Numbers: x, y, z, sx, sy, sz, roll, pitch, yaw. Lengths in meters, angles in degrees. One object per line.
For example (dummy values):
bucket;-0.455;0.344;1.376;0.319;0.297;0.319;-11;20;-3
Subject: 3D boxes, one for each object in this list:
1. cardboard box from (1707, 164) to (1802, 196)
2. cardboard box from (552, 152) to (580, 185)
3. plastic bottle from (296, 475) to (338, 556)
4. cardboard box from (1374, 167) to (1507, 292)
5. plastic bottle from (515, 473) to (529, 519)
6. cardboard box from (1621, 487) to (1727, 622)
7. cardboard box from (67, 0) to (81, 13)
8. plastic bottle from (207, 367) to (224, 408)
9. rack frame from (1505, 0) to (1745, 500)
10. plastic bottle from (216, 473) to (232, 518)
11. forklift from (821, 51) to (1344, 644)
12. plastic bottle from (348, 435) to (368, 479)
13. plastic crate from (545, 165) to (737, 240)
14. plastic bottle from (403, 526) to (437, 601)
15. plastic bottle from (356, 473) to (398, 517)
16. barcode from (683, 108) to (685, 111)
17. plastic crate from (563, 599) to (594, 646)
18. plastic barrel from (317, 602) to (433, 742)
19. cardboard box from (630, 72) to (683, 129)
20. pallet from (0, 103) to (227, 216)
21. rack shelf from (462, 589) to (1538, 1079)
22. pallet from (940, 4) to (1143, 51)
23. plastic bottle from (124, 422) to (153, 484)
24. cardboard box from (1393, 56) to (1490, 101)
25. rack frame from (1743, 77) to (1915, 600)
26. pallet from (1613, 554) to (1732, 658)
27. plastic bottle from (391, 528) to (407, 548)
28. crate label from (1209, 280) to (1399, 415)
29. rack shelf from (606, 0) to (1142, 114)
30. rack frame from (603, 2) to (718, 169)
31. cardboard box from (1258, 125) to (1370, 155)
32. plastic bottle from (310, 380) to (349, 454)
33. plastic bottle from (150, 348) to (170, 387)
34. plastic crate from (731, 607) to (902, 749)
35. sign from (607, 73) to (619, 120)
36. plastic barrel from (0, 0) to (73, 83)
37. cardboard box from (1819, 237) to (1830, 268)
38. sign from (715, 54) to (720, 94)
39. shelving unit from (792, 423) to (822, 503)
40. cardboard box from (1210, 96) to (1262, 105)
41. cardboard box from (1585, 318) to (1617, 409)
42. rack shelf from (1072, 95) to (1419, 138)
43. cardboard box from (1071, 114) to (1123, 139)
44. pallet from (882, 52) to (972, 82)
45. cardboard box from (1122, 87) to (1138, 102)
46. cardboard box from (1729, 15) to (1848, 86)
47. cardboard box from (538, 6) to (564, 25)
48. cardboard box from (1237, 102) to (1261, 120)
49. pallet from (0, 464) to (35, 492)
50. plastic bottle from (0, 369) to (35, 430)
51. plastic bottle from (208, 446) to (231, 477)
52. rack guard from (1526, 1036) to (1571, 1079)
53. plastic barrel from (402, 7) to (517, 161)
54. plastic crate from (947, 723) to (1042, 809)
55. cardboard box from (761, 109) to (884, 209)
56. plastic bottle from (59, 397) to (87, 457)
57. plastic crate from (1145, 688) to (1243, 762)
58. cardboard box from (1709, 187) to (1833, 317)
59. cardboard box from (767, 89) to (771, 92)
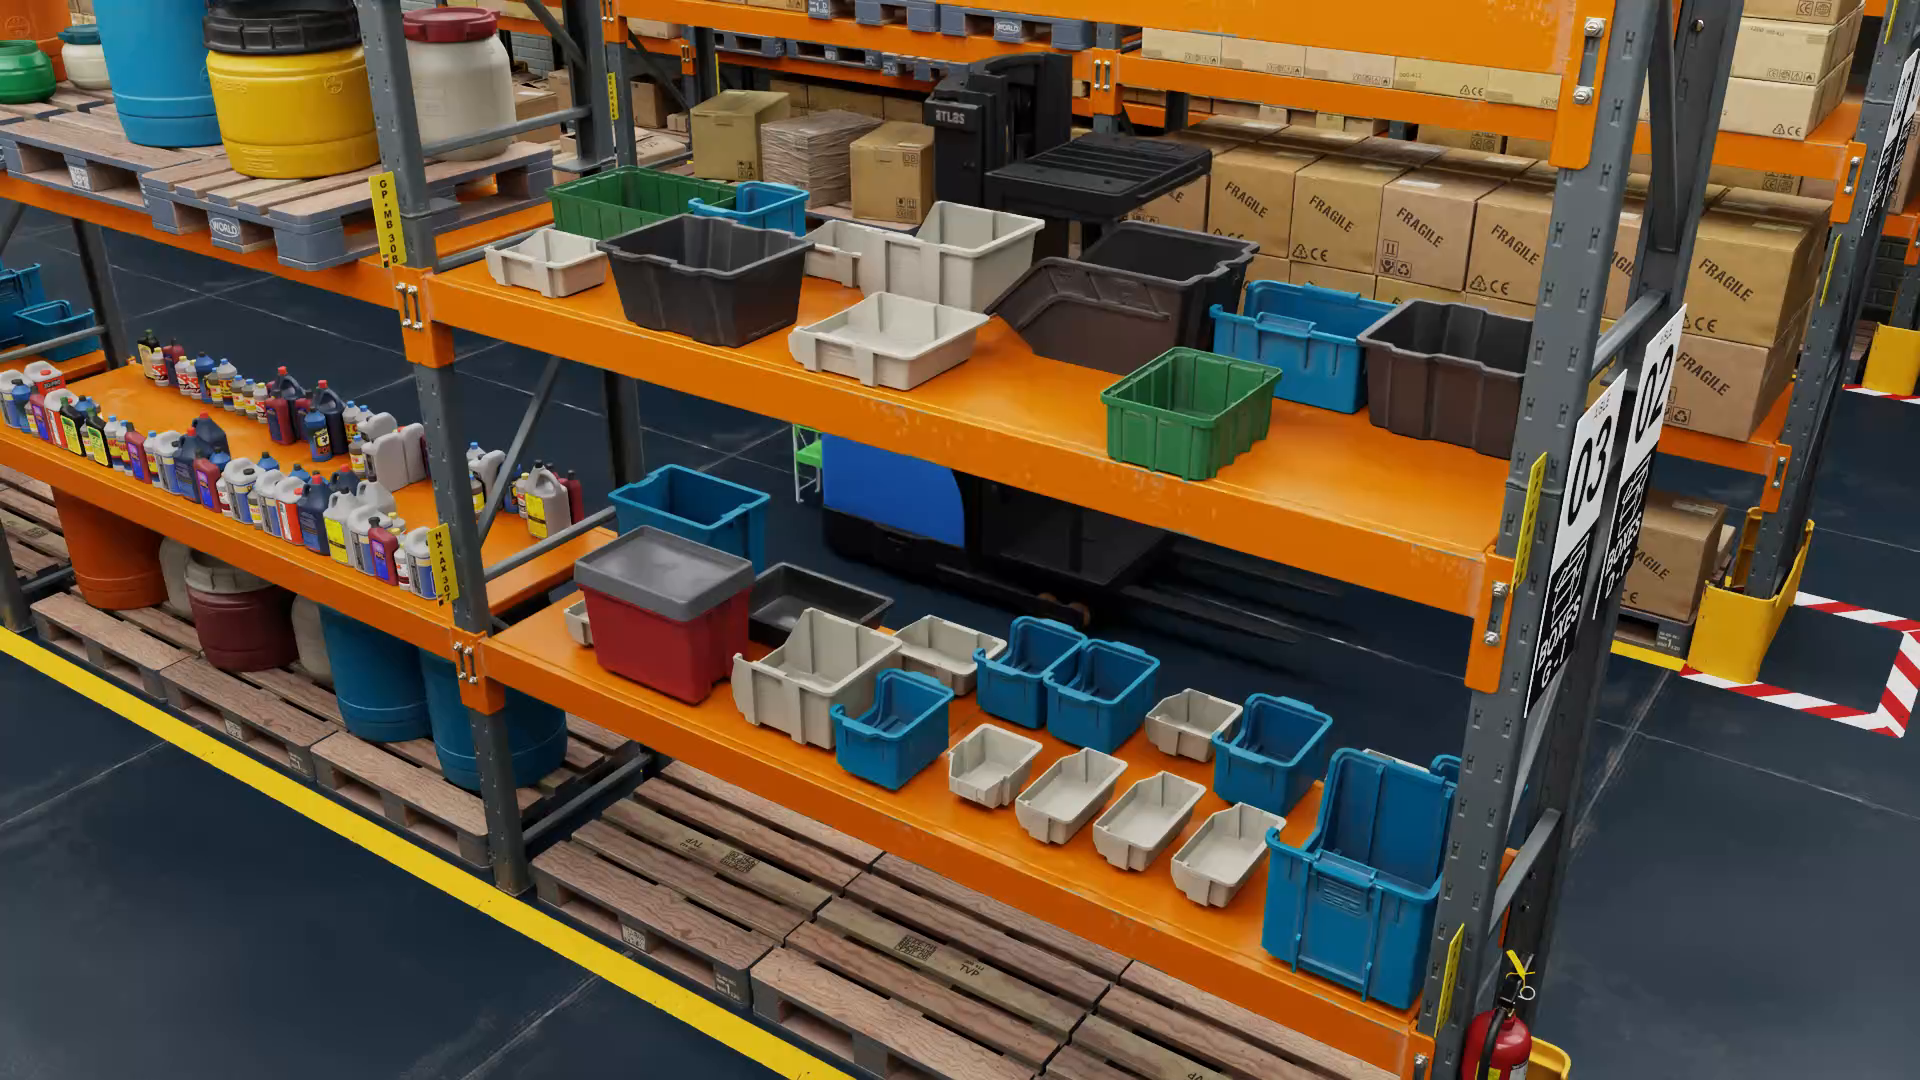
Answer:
cardboard box;6.183;-3.105;12.713;0.700;0.700;0.980;17;32;30
cardboard box;-3.078;-2.878;12.876;0.250;0.149;0.380;17;32;30
plastic bottle;-2.786;-0.124;7.241;0.185;0.351;0.144;17;32;30
cardboard box;2.621;-1.703;9.076;0.500;0.500;0.500;18;32;32
plastic bottle;-1.967;-0.207;7.568;0.097;0.201;0.097;0;27;0
cardboard box;3.826;0.062;9.092;0.500;0.500;0.500;17;32;30
cardboard box;-8.354;-5.402;16.016;0.500;0.500;0.700;17;32;30
plastic bottle;-3.898;-0.808;8.750;0.097;0.201;0.097;0;27;0
rack frame;1.606;-1.631;3.534;0.127;3.000;1.000;17;32;30
plastic bottle;-3.329;-0.214;7.581;0.097;0.201;0.097;0;27;0
forklift;0.678;-1.068;9.117;3.031;2.935;1.130;16;31;29
plastic bottle;-2.867;-0.403;7.955;0.097;0.201;0.097;0;27;0
plastic crate;-1.171;-1.231;6.289;0.662;0.188;0.450;17;32;30
plastic bottle;-2.199;0.090;6.902;0.135;0.276;0.152;17;32;30
plastic bottle;-2.552;-0.130;7.253;0.185;0.351;0.144;17;32;30
barcode;-3.207;-5.031;19.407;0.075;0.075;0.001;17;32;30
plastic crate;-1.388;0.279;6.619;0.243;0.136;0.396;17;32;30
plastic barrel;-2.714;0.435;7.938;0.708;0.901;0.600;17;32;30
cardboard box;-3.554;-5.077;19.189;0.500;0.500;0.500;15;30;27
pallet;-3.329;-1.692;7.169;1.213;0.211;1.003;17;32;30
rack shelf;-0.043;0.849;6.067;4.000;0.370;1.077;17;32;30
pallet;0.619;-3.282;10.293;1.003;0.211;1.213;17;32;30
plastic bottle;-3.888;-0.414;7.885;0.133;0.283;0.061;17;32;30
cardboard box;2.612;-2.502;8.718;0.500;0.250;0.500;17;32;30
rack frame;4.414;-0.808;8.531;0.127;3.000;1.000;17;32;30
pallet;3.693;0.211;9.604;1.213;0.211;1.003;17;32;30
plastic bottle;-2.386;0.047;7.070;0.097;0.201;0.097;0;27;0
crate label;1.029;-0.586;4.951;0.502;0.251;0.408;17;32;30
rack shelf;-0.532;-3.365;11.042;4.000;0.370;1.077;17;32;30
rack frame;-2.181;-2.863;12.568;0.127;3.000;1.000;17;32;30
cardboard box;2.104;-2.162;9.979;0.500;0.500;0.500;17;31;29
plastic bottle;-3.101;-0.614;8.203;0.185;0.351;0.144;17;32;30
plastic bottle;-4.328;-0.943;9.014;0.097;0.201;0.097;0;27;0
plastic crate;-0.537;0.502;6.020;0.530;0.282;0.437;17;32;30
sign;-2.492;-3.170;11.896;0.005;0.325;0.100;17;32;30
plastic barrel;-4.522;-2.580;7.770;0.708;0.830;0.600;17;32;30
cardboard box;6.798;-2.209;12.861;0.250;0.149;0.380;18;32;31
sign;-1.881;-3.549;12.727;0.005;0.325;0.100;17;32;30
shelving unit;-0.780;-0.760;10.421;0.503;1.200;0.258;16;31;29
cardboard box;2.559;-4.158;14.654;0.500;0.500;0.500;17;32;30
cardboard box;3.461;-0.998;8.794;0.500;0.500;0.500;18;32;31
rack shelf;2.269;-3.882;15.363;4.000;0.370;1.077;17;32;30
cardboard box;1.153;-3.707;16.134;0.750;0.750;0.750;17;31;30
pallet;-0.027;-4.773;16.534;1.003;0.211;1.213;17;32;30
cardboard box;1.631;-4.192;15.435;0.250;0.149;0.380;18;32;31
cardboard box;3.846;-2.338;7.844;0.500;0.250;0.500;17;32;30
cardboard box;-4.483;-6.076;19.026;0.500;0.250;0.500;18;32;31
cardboard box;2.655;-3.839;14.742;0.250;0.149;0.380;17;32;30
pallet;-6.606;-0.296;10.599;1.213;0.211;1.003;17;32;30
plastic bottle;-4.815;-0.725;8.503;0.135;0.276;0.152;17;32;30
plastic bottle;-3.405;-0.302;7.678;0.097;0.271;0.097;0;27;0
rack guard;1.633;2.158;5.459;0.348;0.500;1.175;17;32;30
plastic barrel;-1.983;-1.798;6.556;0.433;0.535;0.433;0;27;0
plastic crate;0.103;0.780;5.634;0.250;0.136;0.298;17;32;30
cardboard box;-0.952;-2.669;11.613;0.700;0.500;0.500;-24;36;-39
plastic bottle;-4.349;-0.558;8.167;0.133;0.283;0.061;17;32;30
plastic crate;0.812;0.659;5.872;0.298;0.136;0.250;17;32;30
cardboard box;4.197;-1.511;8.700;0.500;0.500;0.500;18;32;32
cardboard box;-2.060;-4.642;18.335;0.500;0.500;0.700;19;32;32
